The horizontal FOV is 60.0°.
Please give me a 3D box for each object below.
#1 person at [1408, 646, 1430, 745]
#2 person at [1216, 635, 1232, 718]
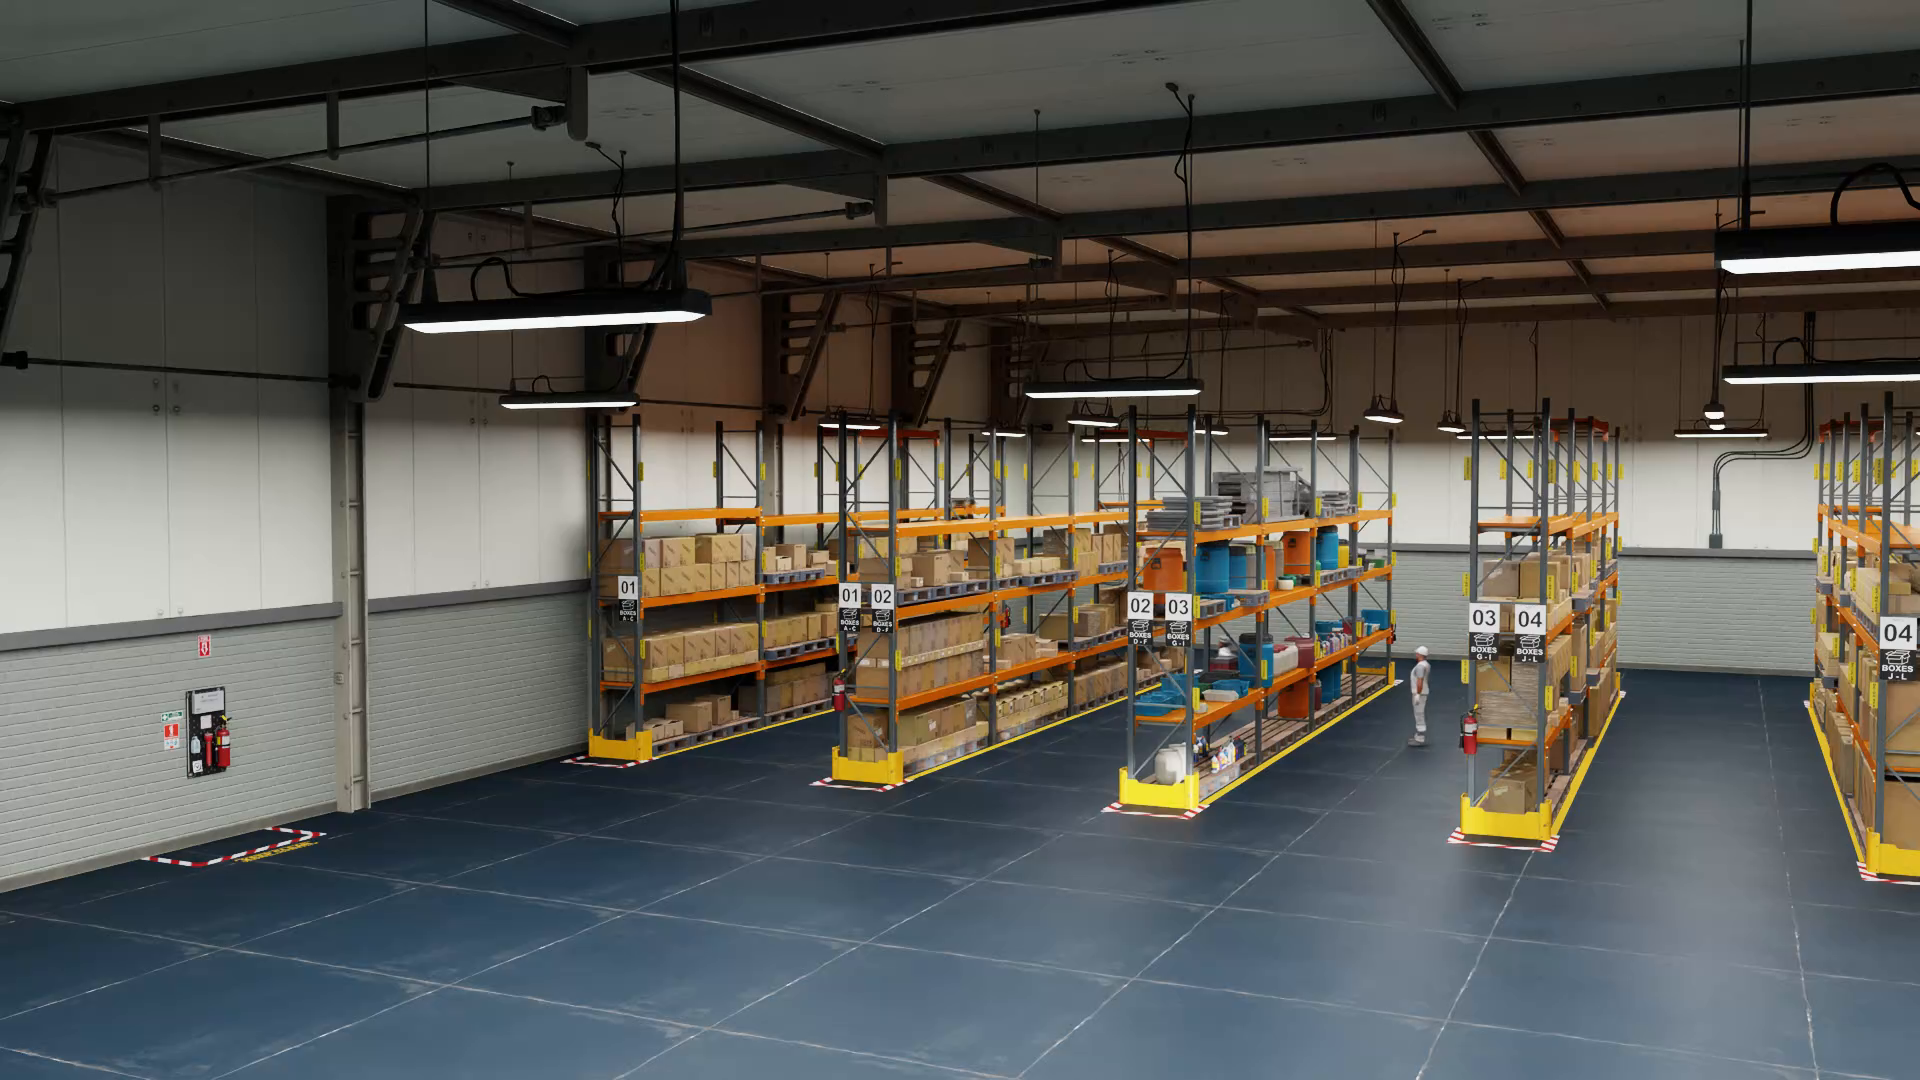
[{"bbox_3d":[8.425,2.843,30.523,0.416,1.795,0.591,0,2,11],"label":"person"},{"bbox_3d":[5.249,2.782,33.637,0.513,1.703,0.468,0,2,6],"label":"person"}]
